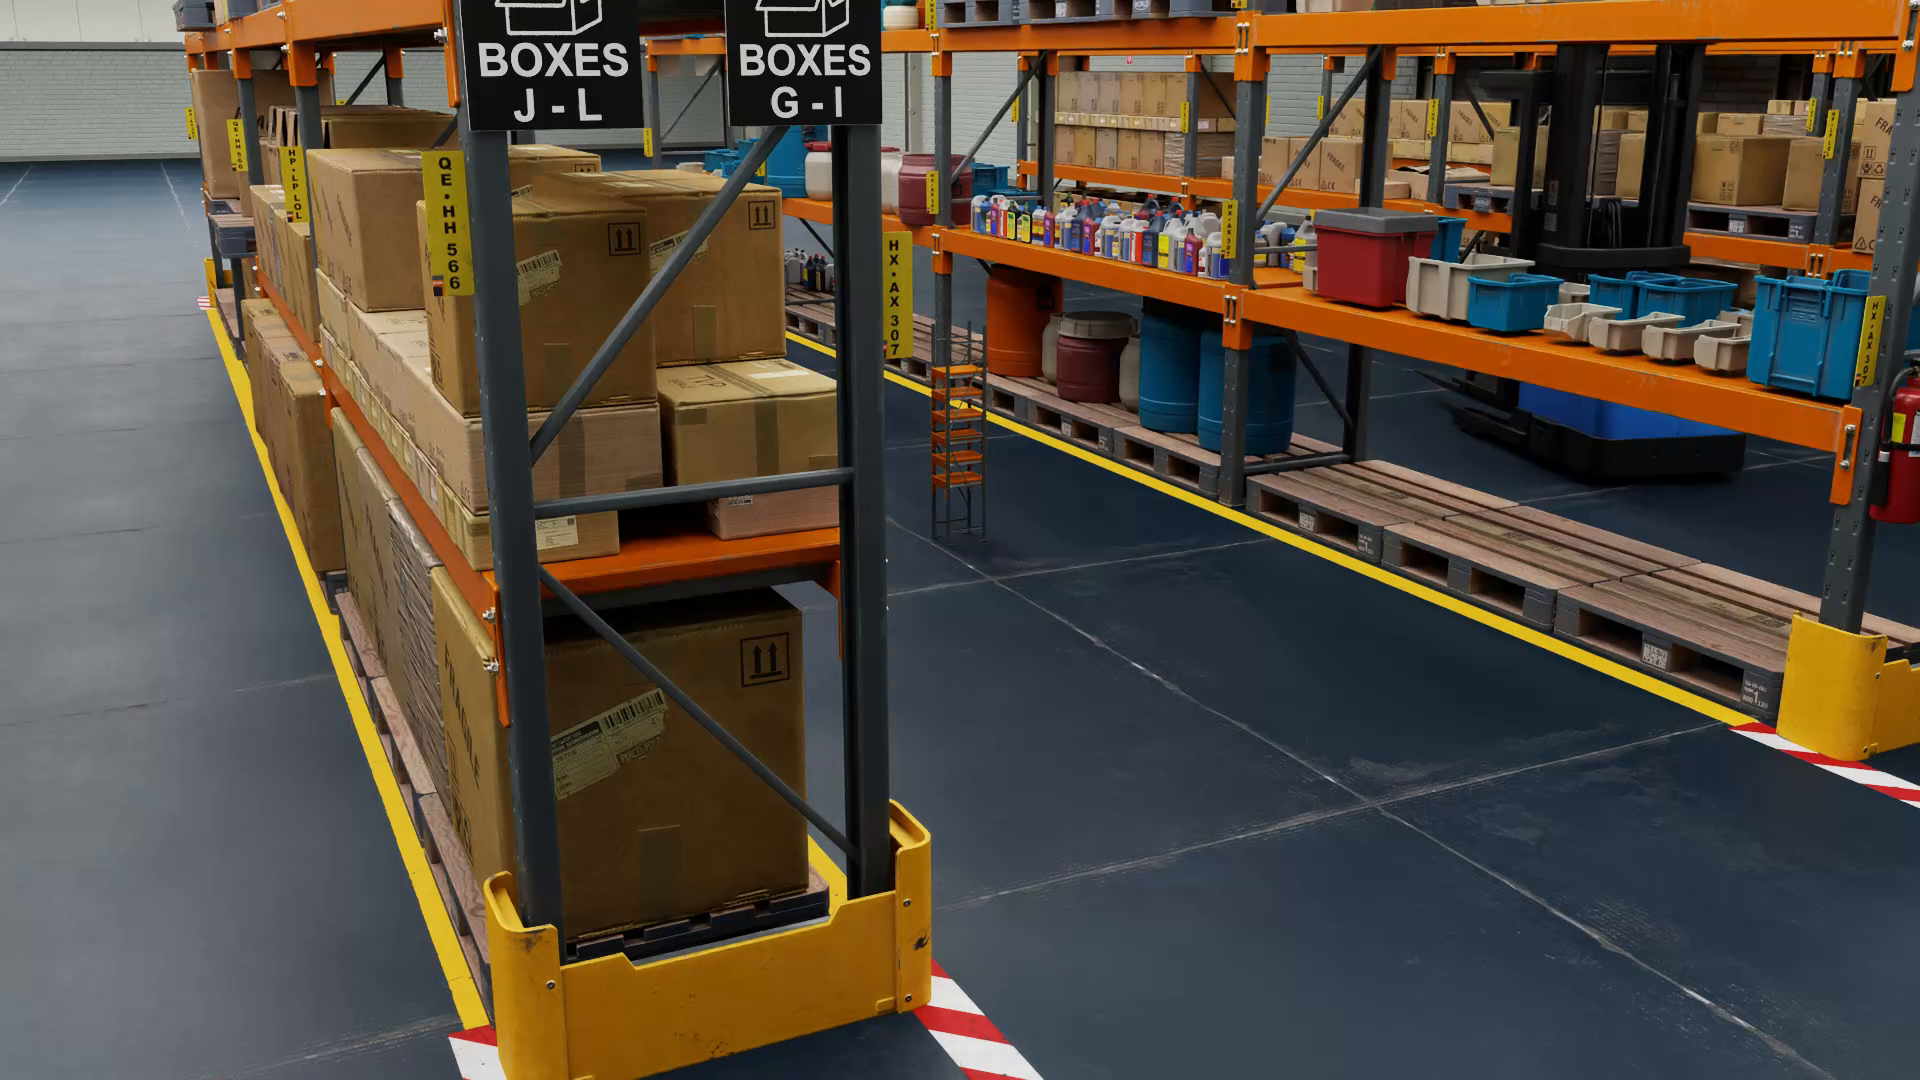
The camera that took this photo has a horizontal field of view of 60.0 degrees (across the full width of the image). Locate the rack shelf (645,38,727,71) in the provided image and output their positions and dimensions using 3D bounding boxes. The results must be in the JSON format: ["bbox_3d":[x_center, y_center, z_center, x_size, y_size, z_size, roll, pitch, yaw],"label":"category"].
[{"bbox_3d":[-2.351,-5.278,18.072,1.077,0.370,4.000,-8,18,-25],"label":"rack shelf"}]

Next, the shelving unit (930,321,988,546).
[{"bbox_3d":[-0.006,-0.580,9.098,0.258,1.200,0.189,-8,18,-25],"label":"shelving unit"}]

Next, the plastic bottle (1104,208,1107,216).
[{"bbox_3d":[1.101,-2.390,12.501,0.097,0.201,0.097,0,16,0],"label":"plastic bottle"}]

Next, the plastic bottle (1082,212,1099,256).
[{"bbox_3d":[0.883,-2.064,11.215,0.061,0.283,0.133,-8,18,-25],"label":"plastic bottle"}]

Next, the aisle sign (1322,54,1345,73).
[{"bbox_3d":[5.377,-7.107,23.864,0.394,0.787,0.004,-8,18,-25],"label":"aisle sign"}]

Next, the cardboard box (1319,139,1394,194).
[{"bbox_3d":[3.982,-3.754,16.714,0.500,0.500,0.500,-9,18,-28],"label":"cardboard box"}]

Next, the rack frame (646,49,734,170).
[{"bbox_3d":[-3.227,-4.678,20.115,1.000,3.000,0.127,-8,18,-25],"label":"rack frame"}]

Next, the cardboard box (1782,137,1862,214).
[{"bbox_3d":[6.478,-2.695,12.260,0.500,0.500,0.700,15,22,42],"label":"cardboard box"}]

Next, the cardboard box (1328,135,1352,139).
[{"bbox_3d":[5.607,-5.654,23.749,0.500,0.250,0.500,-8,18,-27],"label":"cardboard box"}]

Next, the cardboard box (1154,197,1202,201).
[{"bbox_3d":[2.619,-3.925,20.356,0.500,0.500,0.500,-8,18,-25],"label":"cardboard box"}]

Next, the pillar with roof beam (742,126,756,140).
[{"bbox_3d":[-10.250,-15.608,47.327,9.100,9.000,0.400,-8,18,-25],"label":"pillar with roof beam"}]

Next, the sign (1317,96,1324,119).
[{"bbox_3d":[5.191,-6.226,23.939,0.100,0.325,0.005,-8,18,-25],"label":"sign"}]

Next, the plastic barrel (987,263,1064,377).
[{"bbox_3d":[0.507,-1.734,13.028,0.600,0.830,0.708,-8,18,-25],"label":"plastic barrel"}]

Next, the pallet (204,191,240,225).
[{"bbox_3d":[-5.723,-2.789,13.878,1.003,0.211,1.213,-8,18,-25],"label":"pallet"}]

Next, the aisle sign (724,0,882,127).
[{"bbox_3d":[-0.369,-1.380,3.910,0.394,0.787,0.004,-8,18,-25],"label":"aisle sign"}]

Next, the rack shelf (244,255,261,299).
[{"bbox_3d":[-5.051,-2.246,12.944,1.077,0.370,4.000,-8,18,-25],"label":"rack shelf"}]

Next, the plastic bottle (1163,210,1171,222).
[{"bbox_3d":[1.421,-2.152,11.544,0.097,0.271,0.097,0,16,0],"label":"plastic bottle"}]

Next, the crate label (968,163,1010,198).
[{"bbox_3d":[0.085,-2.991,14.170,0.502,0.435,0.616,-8,18,-25],"label":"crate label"}]

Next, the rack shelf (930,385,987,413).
[{"bbox_3d":[-0.006,-0.768,9.044,0.258,0.103,0.180,-8,18,-25],"label":"rack shelf"}]

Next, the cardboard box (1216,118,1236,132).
[{"bbox_3d":[3.036,-4.734,18.952,0.380,0.149,0.250,-8,18,-25],"label":"cardboard box"}]

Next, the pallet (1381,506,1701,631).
[{"bbox_3d":[2.925,0.118,8.456,1.003,0.211,1.213,-8,18,-25],"label":"pallet"}]

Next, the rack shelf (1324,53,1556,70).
[{"bbox_3d":[6.555,-6.475,22.244,1.077,0.370,4.000,-8,18,-25],"label":"rack shelf"}]

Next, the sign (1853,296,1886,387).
[{"bbox_3d":[3.295,-0.719,6.022,0.100,0.325,0.005,-8,18,-25],"label":"sign"}]

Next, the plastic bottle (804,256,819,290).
[{"bbox_3d":[-1.585,-2.857,17.775,0.144,0.351,0.185,-8,18,-25],"label":"plastic bottle"}]

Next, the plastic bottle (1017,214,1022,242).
[{"bbox_3d":[0.464,-2.273,12.093,0.097,0.201,0.097,0,16,0],"label":"plastic bottle"}]

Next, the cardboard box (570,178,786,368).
[{"bbox_3d":[-0.857,-0.819,5.041,0.500,0.500,0.500,-8,18,-26],"label":"cardboard box"}]

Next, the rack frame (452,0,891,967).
[{"bbox_3d":[-0.670,-0.112,4.204,1.000,3.000,0.127,-8,18,-25],"label":"rack frame"}]

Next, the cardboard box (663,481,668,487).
[{"bbox_3d":[-0.755,-0.246,5.127,0.380,0.149,0.250,-8,18,-26],"label":"cardboard box"}]

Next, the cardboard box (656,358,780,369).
[{"bbox_3d":[-0.871,-0.463,5.159,0.500,0.250,0.500,-8,18,-26],"label":"cardboard box"}]

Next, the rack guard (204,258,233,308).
[{"bbox_3d":[-7.646,-2.859,18.308,1.175,0.500,0.348,-8,18,-25],"label":"rack guard"}]

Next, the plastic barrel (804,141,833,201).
[{"bbox_3d":[-1.253,-3.488,15.721,0.433,0.535,0.433,0,16,0],"label":"plastic barrel"}]

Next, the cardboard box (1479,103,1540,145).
[{"bbox_3d":[6.946,-5.261,21.023,0.500,0.500,0.500,-8,18,-25],"label":"cardboard box"}]

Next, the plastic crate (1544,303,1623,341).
[{"bbox_3d":[2.858,-1.004,7.681,0.298,0.136,0.250,-8,18,-25],"label":"plastic crate"}]

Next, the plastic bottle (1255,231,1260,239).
[{"bbox_3d":[1.940,-1.915,10.846,0.097,0.201,0.097,0,16,0],"label":"plastic bottle"}]

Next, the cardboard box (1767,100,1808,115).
[{"bbox_3d":[8.851,-4.623,17.767,0.380,0.149,0.250,-11,19,-34],"label":"cardboard box"}]

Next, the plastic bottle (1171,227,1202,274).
[{"bbox_3d":[1.406,-1.792,10.283,0.152,0.276,0.135,-8,18,-25],"label":"plastic bottle"}]

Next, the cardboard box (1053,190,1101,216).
[{"bbox_3d":[1.483,-4.233,21.427,0.500,0.500,0.500,-8,18,-25],"label":"cardboard box"}]

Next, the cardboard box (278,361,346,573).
[{"bbox_3d":[-2.721,-0.441,8.440,1.225,0.875,0.875,-8,18,-25],"label":"cardboard box"}]

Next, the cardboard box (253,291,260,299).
[{"bbox_3d":[-5.486,-1.822,13.897,0.700,0.500,0.500,-8,18,-25],"label":"cardboard box"}]

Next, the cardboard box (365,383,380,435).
[{"bbox_3d":[-1.908,-0.484,5.953,0.380,0.149,0.250,-8,18,-26],"label":"cardboard box"}]

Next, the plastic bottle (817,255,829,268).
[{"bbox_3d":[-1.456,-2.875,17.835,0.144,0.351,0.185,-7,17,-23],"label":"plastic bottle"}]

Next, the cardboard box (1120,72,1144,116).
[{"bbox_3d":[2.338,-5.314,19.798,0.700,0.500,0.500,-8,18,-25],"label":"cardboard box"}]

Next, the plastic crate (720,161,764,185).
[{"bbox_3d":[-2.204,-3.857,17.521,0.499,0.251,0.616,-8,18,-25],"label":"plastic crate"}]

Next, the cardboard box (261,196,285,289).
[{"bbox_3d":[-3.751,-1.736,9.682,0.500,0.500,0.500,-8,18,-26],"label":"cardboard box"}]

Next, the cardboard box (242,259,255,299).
[{"bbox_3d":[-6.667,-2.478,16.217,0.500,0.500,0.500,-9,19,-30],"label":"cardboard box"}]

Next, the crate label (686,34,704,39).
[{"bbox_3d":[-2.704,-5.544,17.965,0.502,0.251,0.408,-8,18,-25],"label":"crate label"}]

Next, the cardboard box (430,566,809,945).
[{"bbox_3d":[-1.023,0.558,4.959,0.875,0.875,0.875,-8,18,-25],"label":"cardboard box"}]

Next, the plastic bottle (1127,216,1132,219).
[{"bbox_3d":[1.129,-2.026,11.105,0.097,0.271,0.097,0,16,0],"label":"plastic bottle"}]

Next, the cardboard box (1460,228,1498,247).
[{"bbox_3d":[6.940,-4.146,21.994,0.500,0.500,0.500,-9,18,-29],"label":"cardboard box"}]

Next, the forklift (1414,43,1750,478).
[{"bbox_3d":[4.197,-2.159,11.462,1.130,2.935,3.031,-3,16,-10],"label":"forklift"}]

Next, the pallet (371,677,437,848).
[{"bbox_3d":[-1.621,0.737,6.299,1.003,0.211,1.213,-8,18,-25],"label":"pallet"}]

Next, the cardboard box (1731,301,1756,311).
[{"bbox_3d":[6.248,-1.591,13.090,0.500,0.500,0.500,-7,18,-24],"label":"cardboard box"}]

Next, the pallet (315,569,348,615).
[{"bbox_3d":[-2.828,0.054,8.680,1.003,0.211,1.213,-8,18,-25],"label":"pallet"}]

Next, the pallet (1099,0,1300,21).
[{"bbox_3d":[1.599,-3.236,9.995,1.213,0.211,1.003,-8,18,-25],"label":"pallet"}]

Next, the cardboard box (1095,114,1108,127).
[{"bbox_3d":[1.878,-5.131,20.336,0.380,0.149,0.250,-7,18,-24],"label":"cardboard box"}]
